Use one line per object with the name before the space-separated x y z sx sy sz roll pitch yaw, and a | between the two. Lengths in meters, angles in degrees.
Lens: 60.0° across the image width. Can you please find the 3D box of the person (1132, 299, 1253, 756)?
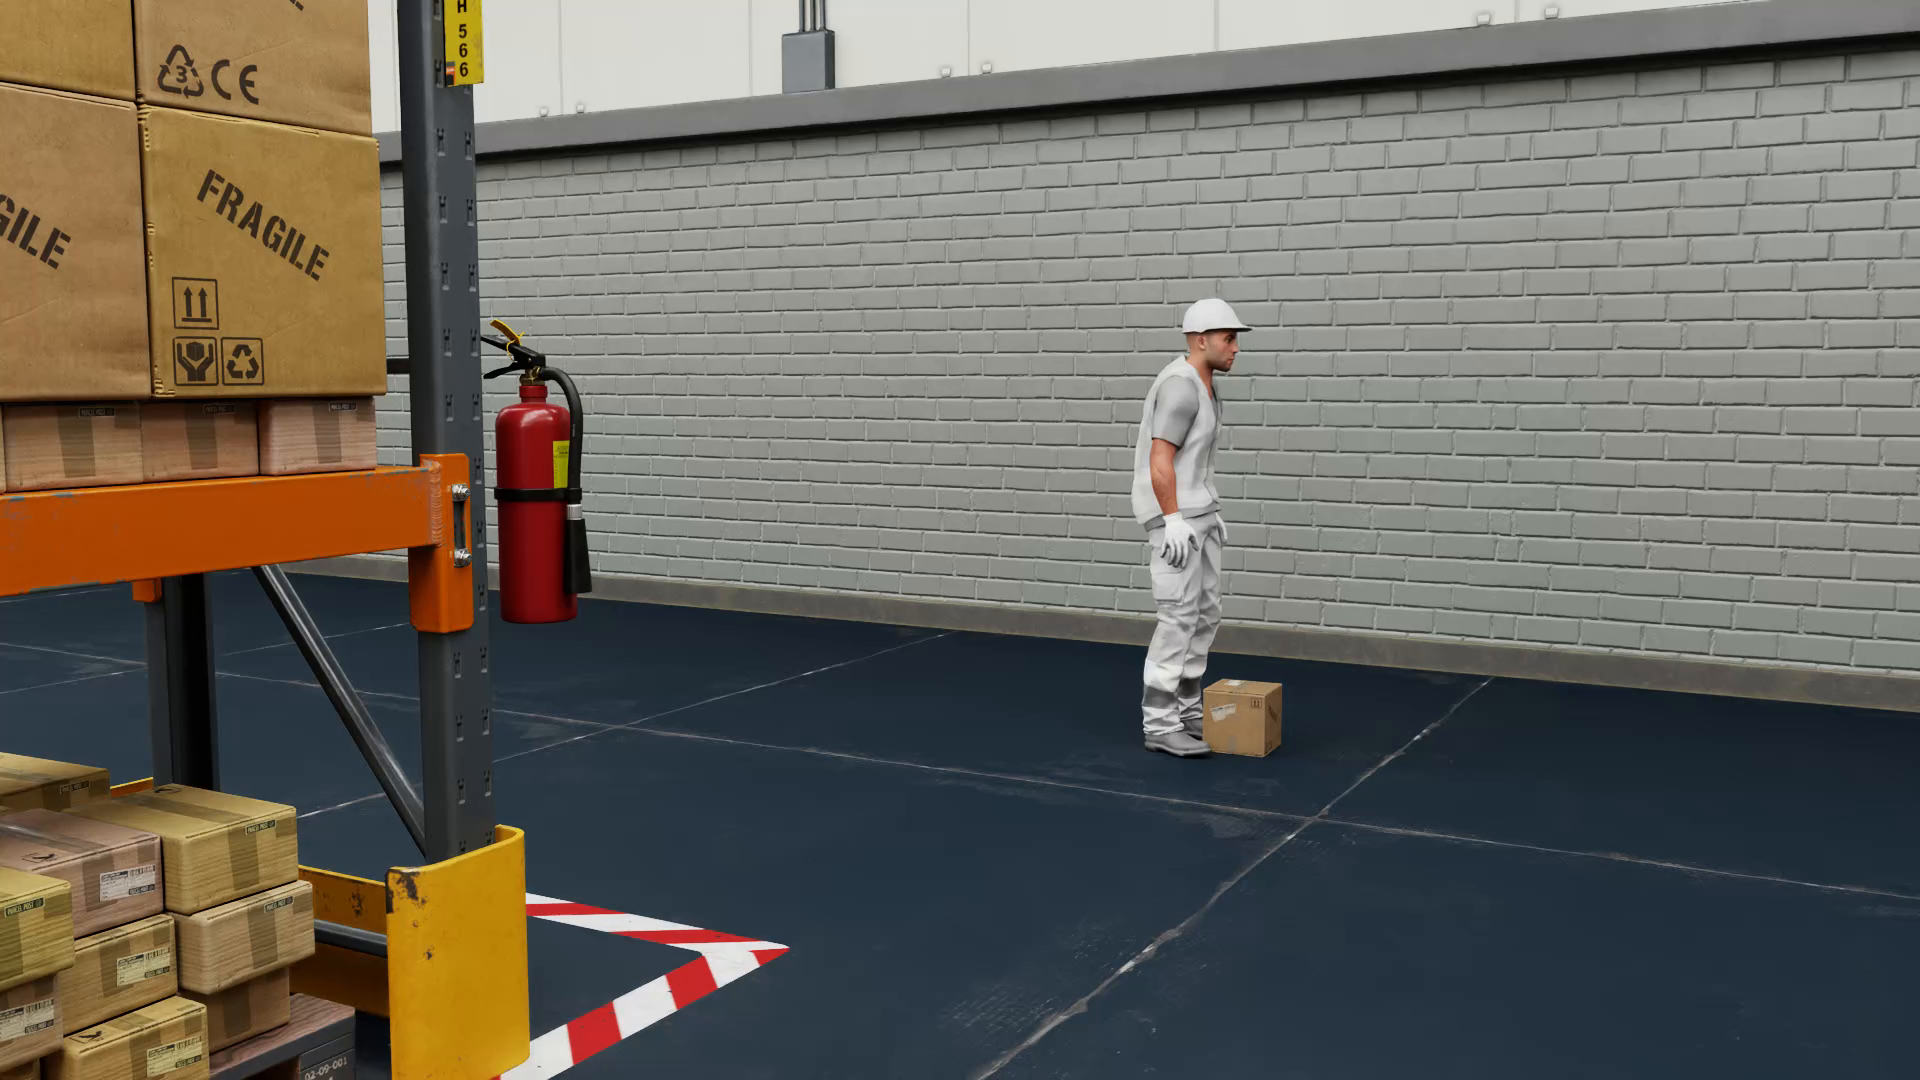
person | 0.926 -0.066 6.643 0.451 1.779 0.618 3 6 25
